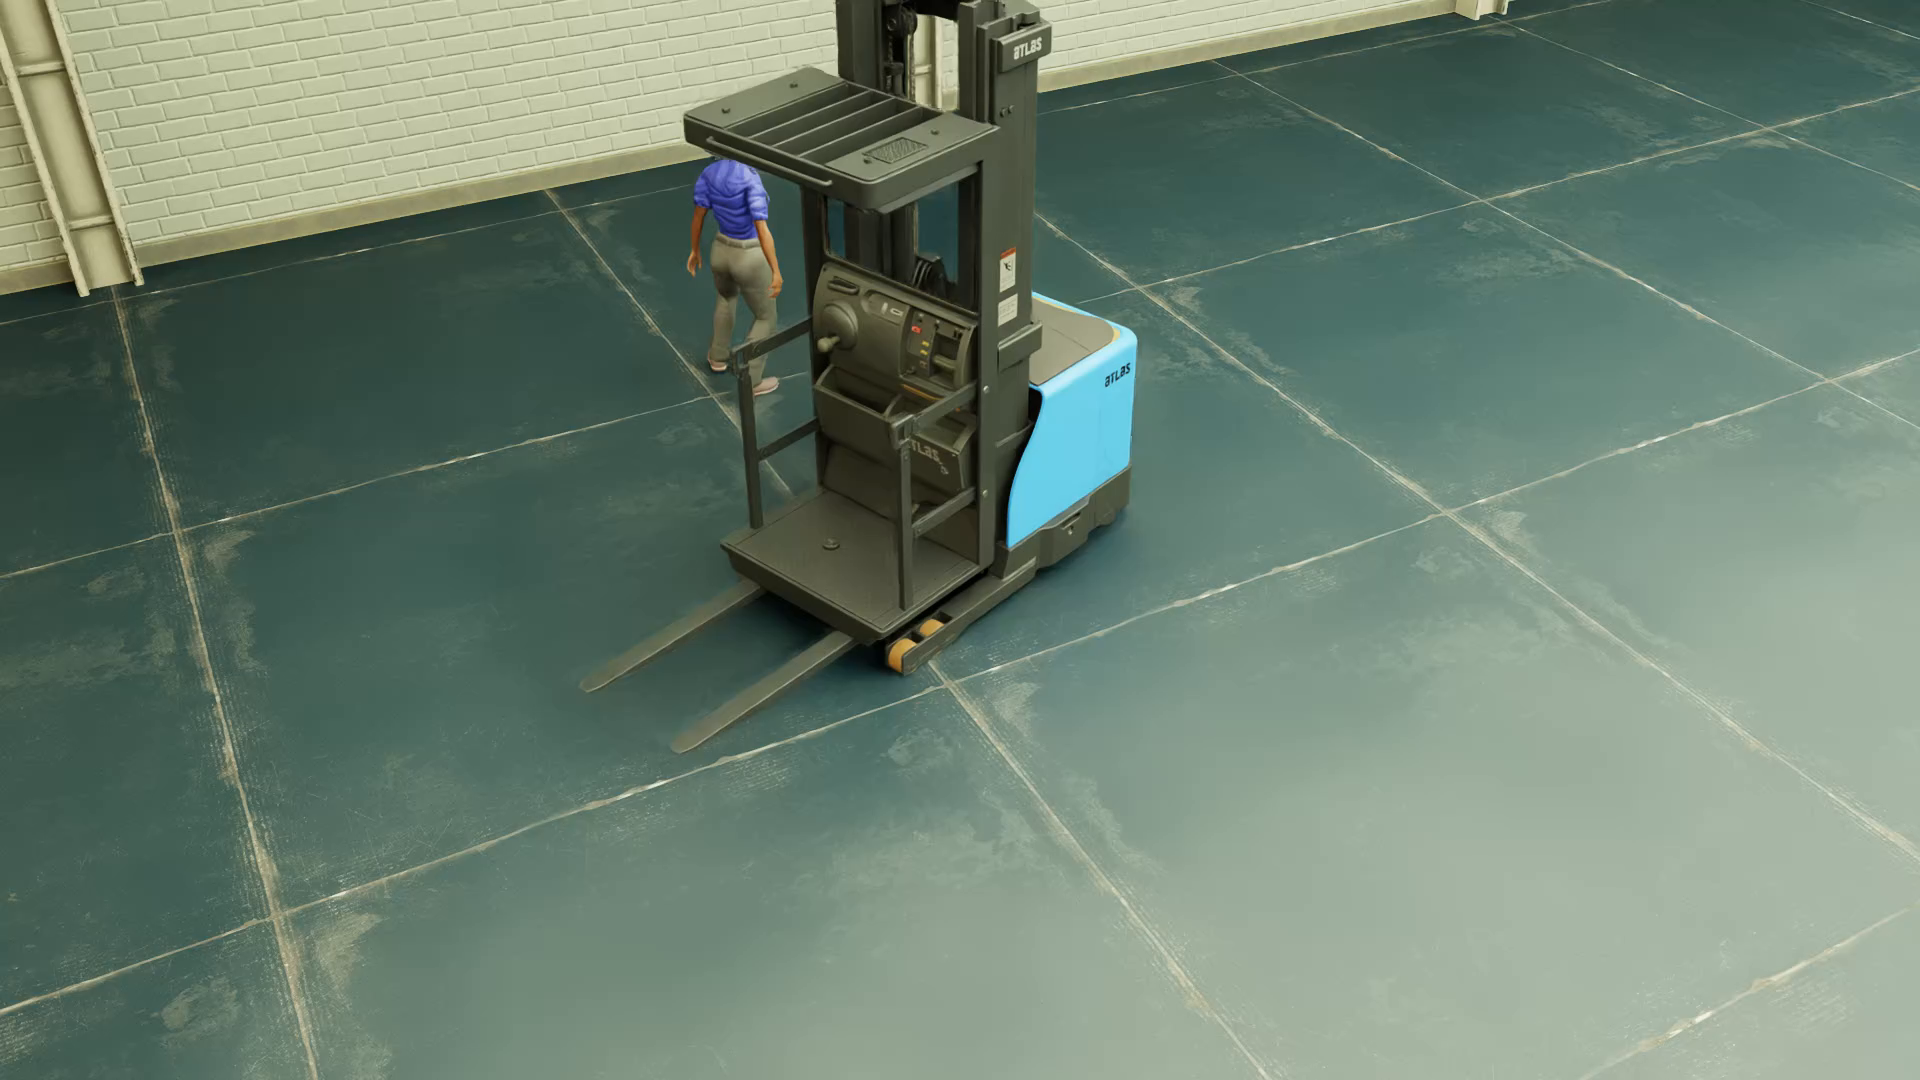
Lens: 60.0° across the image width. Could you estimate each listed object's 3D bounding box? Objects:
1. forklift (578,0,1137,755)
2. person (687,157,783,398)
[{"bbox_3d":[-0.447,-0.898,7.394,1.130,2.935,3.031,27,43,32],"label":"forklift"},{"bbox_3d":[-1.290,-1.620,9.568,0.794,1.626,0.393,23,41,29],"label":"person"}]
